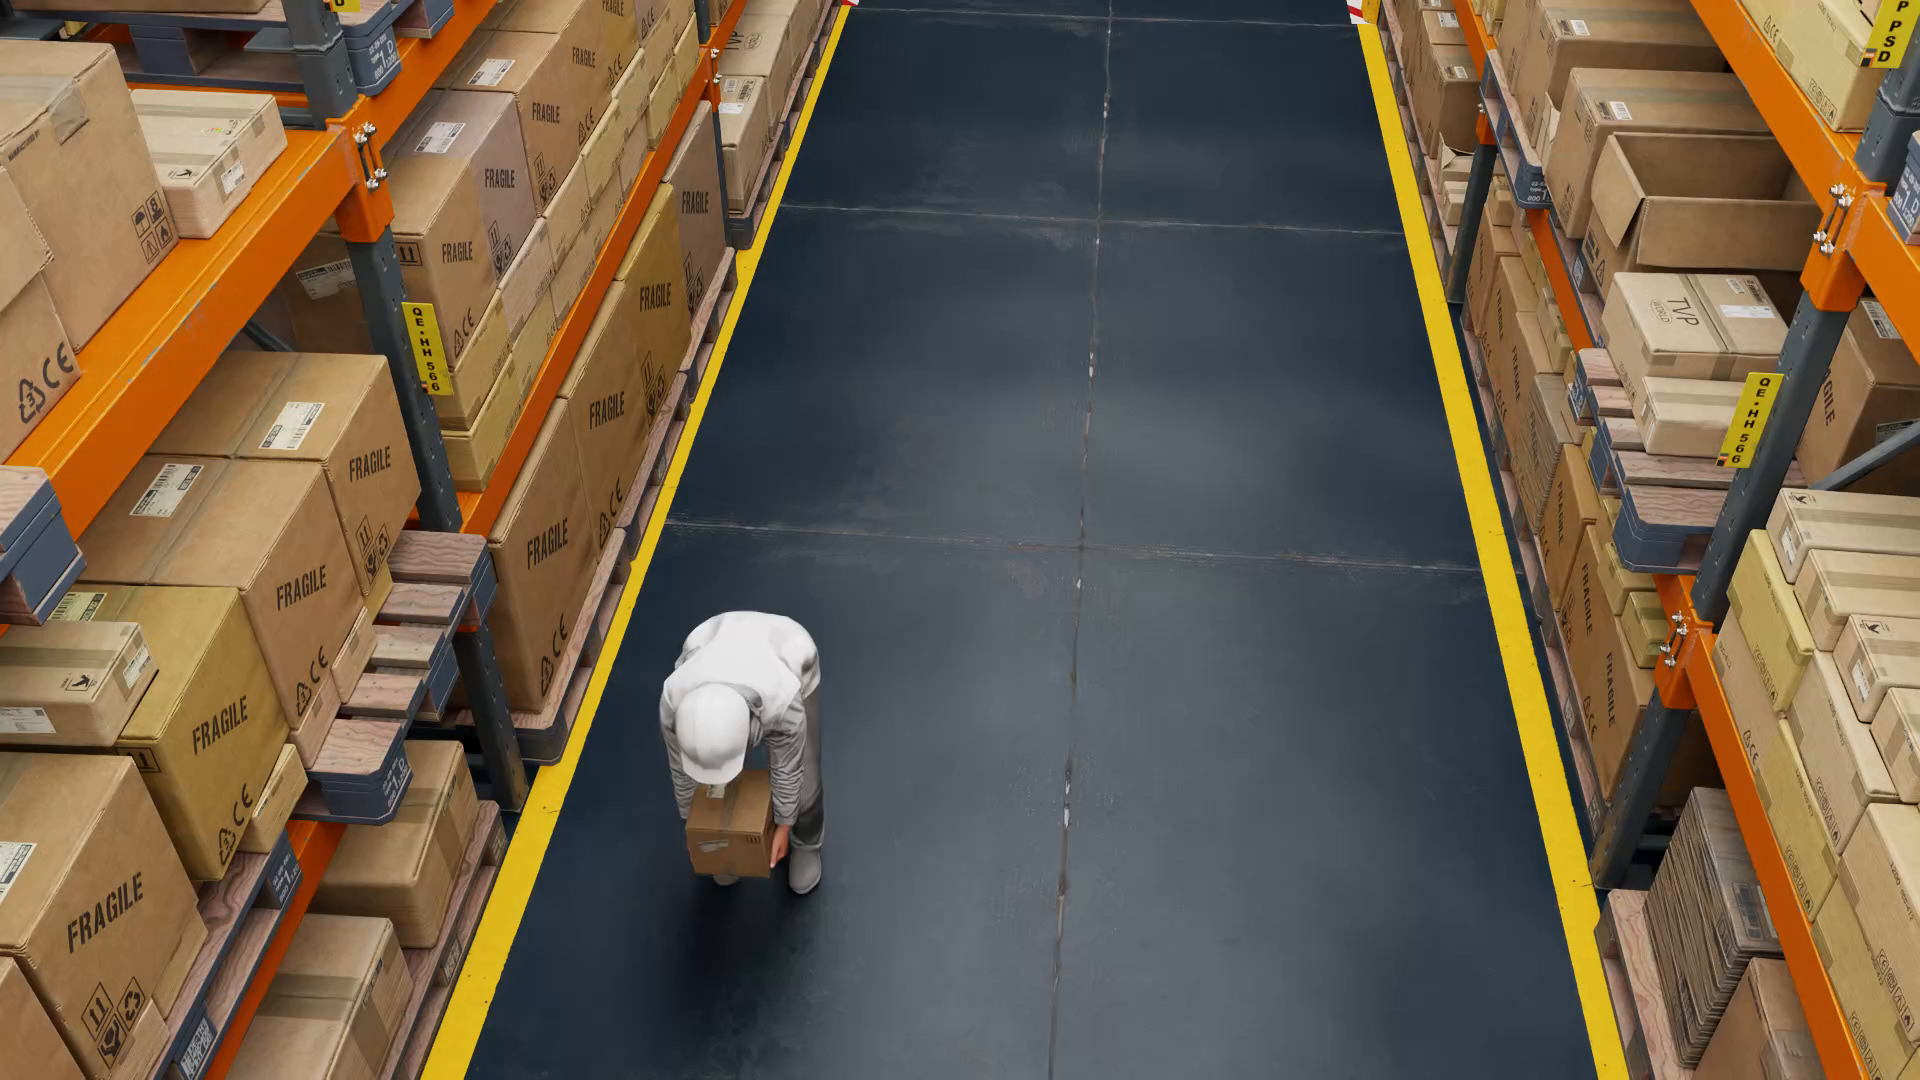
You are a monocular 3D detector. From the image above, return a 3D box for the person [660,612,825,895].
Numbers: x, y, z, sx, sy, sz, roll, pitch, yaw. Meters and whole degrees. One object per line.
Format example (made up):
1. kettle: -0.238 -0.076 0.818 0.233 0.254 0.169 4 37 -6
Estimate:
1. person: -0.707 0.772 5.516 0.475 1.384 0.920 3 40 4
